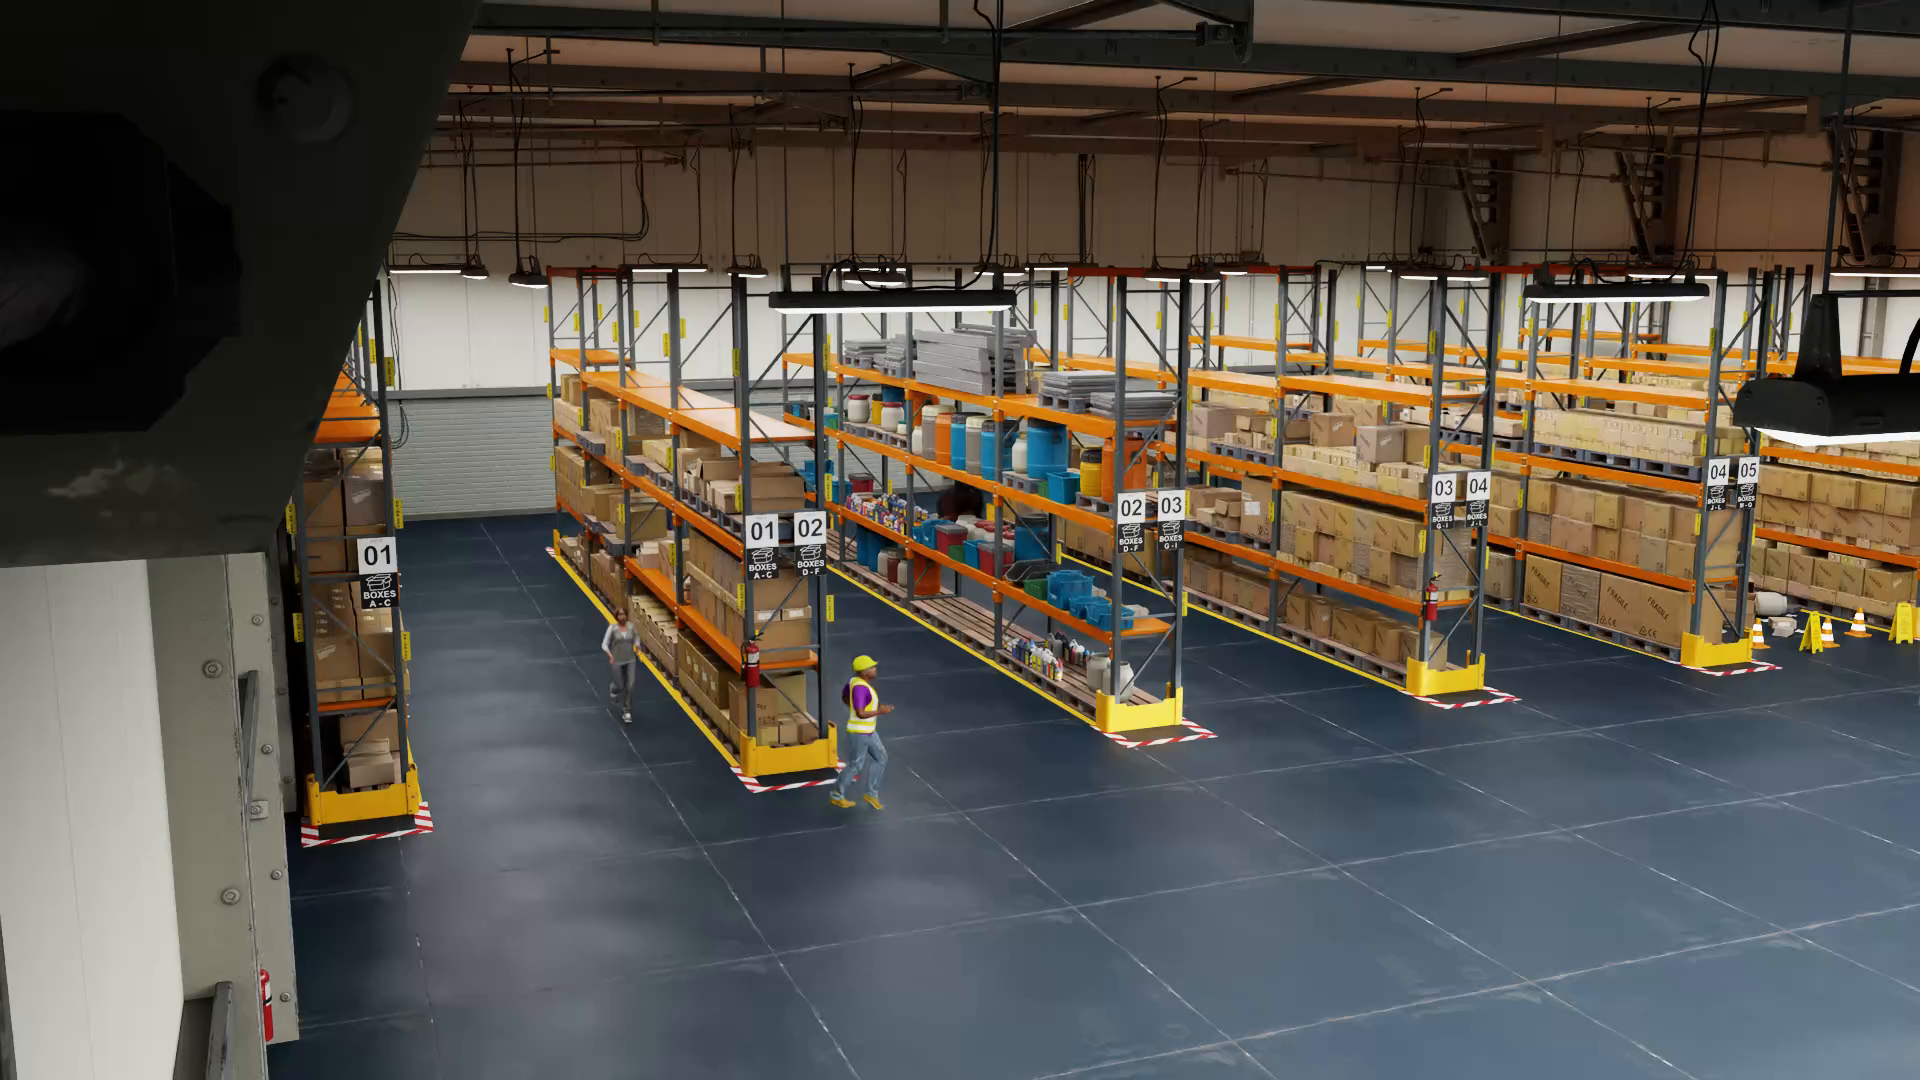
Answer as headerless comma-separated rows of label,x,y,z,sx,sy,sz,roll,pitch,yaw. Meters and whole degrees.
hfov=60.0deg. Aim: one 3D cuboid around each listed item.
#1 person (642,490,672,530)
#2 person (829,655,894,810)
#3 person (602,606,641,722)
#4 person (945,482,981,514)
person,-6.408,-0.653,35.722,0.822,1.636,0.643,4,11,20
person,-1.113,2.215,18.962,0.743,1.824,0.696,1,10,4
person,-4.598,1.663,22.658,0.546,1.567,0.657,-5,11,-26
person,0.141,-0.420,33.989,0.669,1.787,0.720,-7,12,-36
